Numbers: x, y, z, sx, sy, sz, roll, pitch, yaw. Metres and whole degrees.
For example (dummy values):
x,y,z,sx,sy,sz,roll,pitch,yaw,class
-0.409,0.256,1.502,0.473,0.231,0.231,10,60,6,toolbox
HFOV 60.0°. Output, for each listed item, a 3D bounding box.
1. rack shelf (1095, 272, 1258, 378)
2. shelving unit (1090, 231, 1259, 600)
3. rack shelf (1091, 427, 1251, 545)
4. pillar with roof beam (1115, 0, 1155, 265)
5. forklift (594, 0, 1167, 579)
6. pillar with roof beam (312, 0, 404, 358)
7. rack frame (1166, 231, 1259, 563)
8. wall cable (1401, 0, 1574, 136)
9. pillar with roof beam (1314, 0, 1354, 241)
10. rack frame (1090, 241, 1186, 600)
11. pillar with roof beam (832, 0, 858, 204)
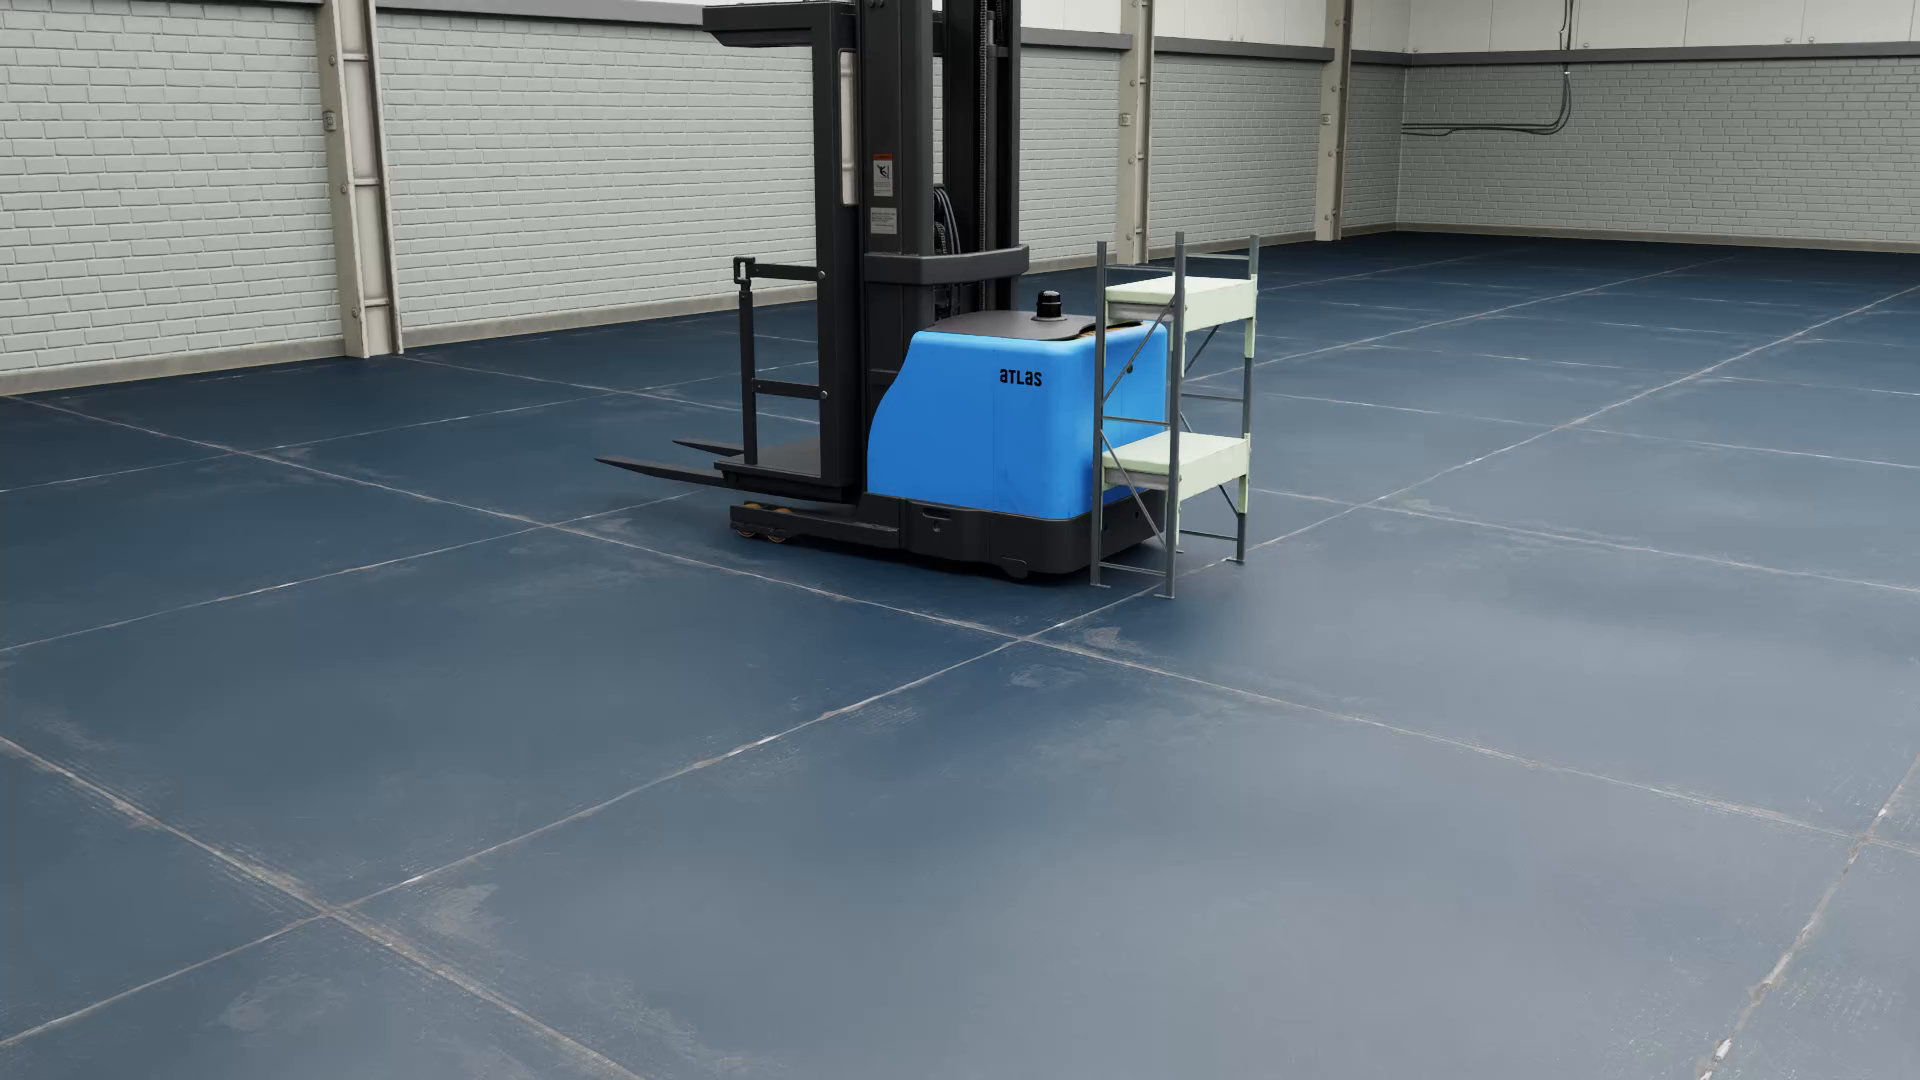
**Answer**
x,y,z,sx,sy,sz,roll,pitch,yaw,class
0.949,-0.953,7.242,0.431,0.370,0.720,9,17,32,rack shelf
0.949,-0.574,7.338,0.431,1.500,0.755,9,17,32,shelving unit
0.949,-0.259,7.419,0.431,0.370,0.720,9,17,32,rack shelf
5.779,-7.616,19.828,9.100,9.000,0.400,11,18,38,pillar with roof beam
-0.525,-1.506,8.100,3.031,2.935,1.130,9,17,32,forklift
-1.763,-5.318,10.781,9.100,9.000,0.400,11,18,38,pillar with roof beam
1.151,-0.650,7.634,0.400,1.500,0.023,9,17,32,rack frame
9.082,-8.286,28.771,3.097,2.526,0.112,11,18,38,wall cable
9.550,-8.765,24.351,9.100,9.000,0.400,11,18,38,pillar with roof beam
0.747,-0.499,7.043,0.400,1.500,0.023,9,17,32,rack frame
2.008,-6.467,15.305,9.100,9.000,0.400,11,18,38,pillar with roof beam
